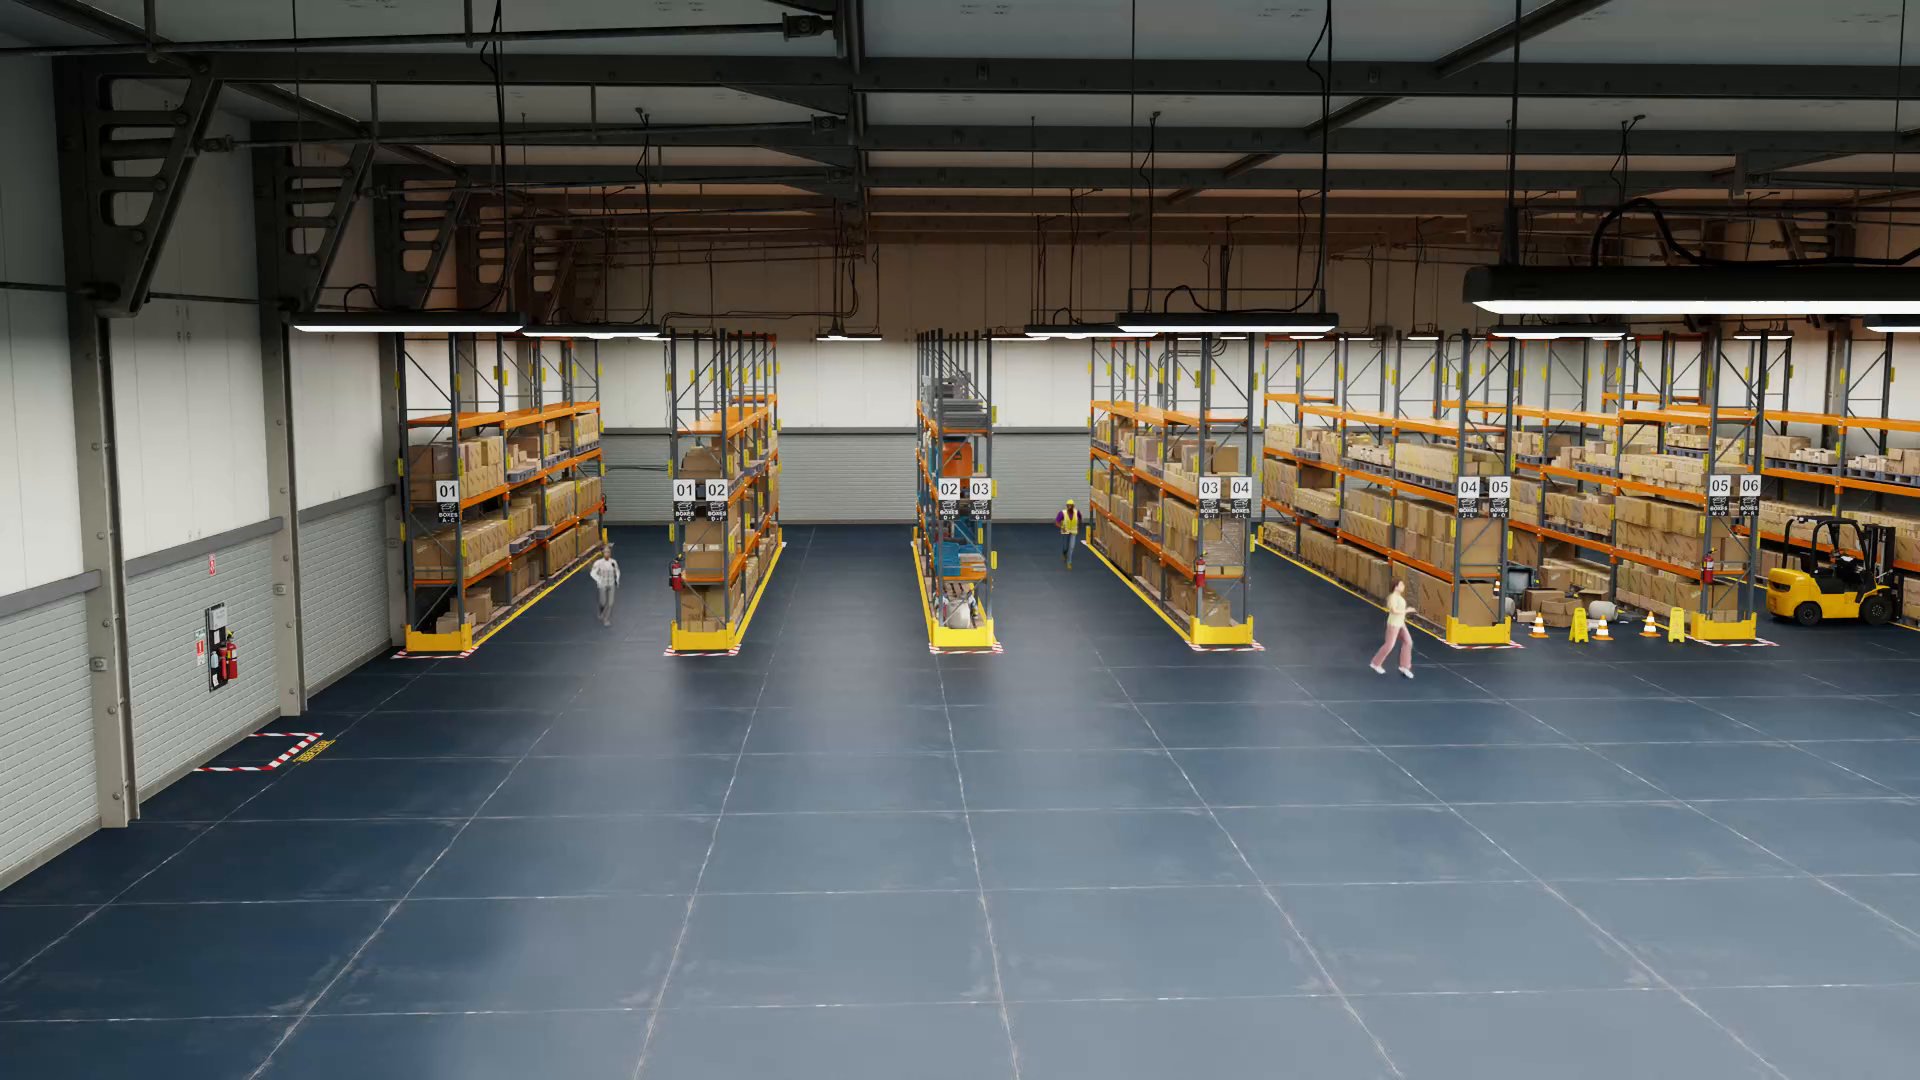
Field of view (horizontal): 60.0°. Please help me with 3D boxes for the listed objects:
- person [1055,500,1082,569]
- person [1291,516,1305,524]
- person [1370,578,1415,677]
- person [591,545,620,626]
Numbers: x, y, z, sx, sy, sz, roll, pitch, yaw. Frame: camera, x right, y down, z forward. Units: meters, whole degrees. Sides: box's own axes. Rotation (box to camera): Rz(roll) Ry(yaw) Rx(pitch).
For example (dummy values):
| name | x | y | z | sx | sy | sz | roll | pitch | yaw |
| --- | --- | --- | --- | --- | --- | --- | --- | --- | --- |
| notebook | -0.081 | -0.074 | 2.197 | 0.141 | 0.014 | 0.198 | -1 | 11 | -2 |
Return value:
| name | x | y | z | sx | sy | sz | roll | pitch | yaw |
| --- | --- | --- | --- | --- | --- | --- | --- | --- | --- |
| person | 2.796 | -0.169 | 42.705 | 0.726 | 1.754 | 0.955 | -1 | 7 | -7 |
| person | 9.900 | -0.889 | 48.858 | 0.859 | 1.713 | 0.654 | 6 | 9 | 42 |
| person | 7.475 | 1.516 | 28.702 | 0.758 | 1.723 | 0.591 | 4 | 8 | 31 |
| person | -7.184 | 0.922 | 33.812 | 0.601 | 1.652 | 0.543 | -3 | 7 | -26 |
